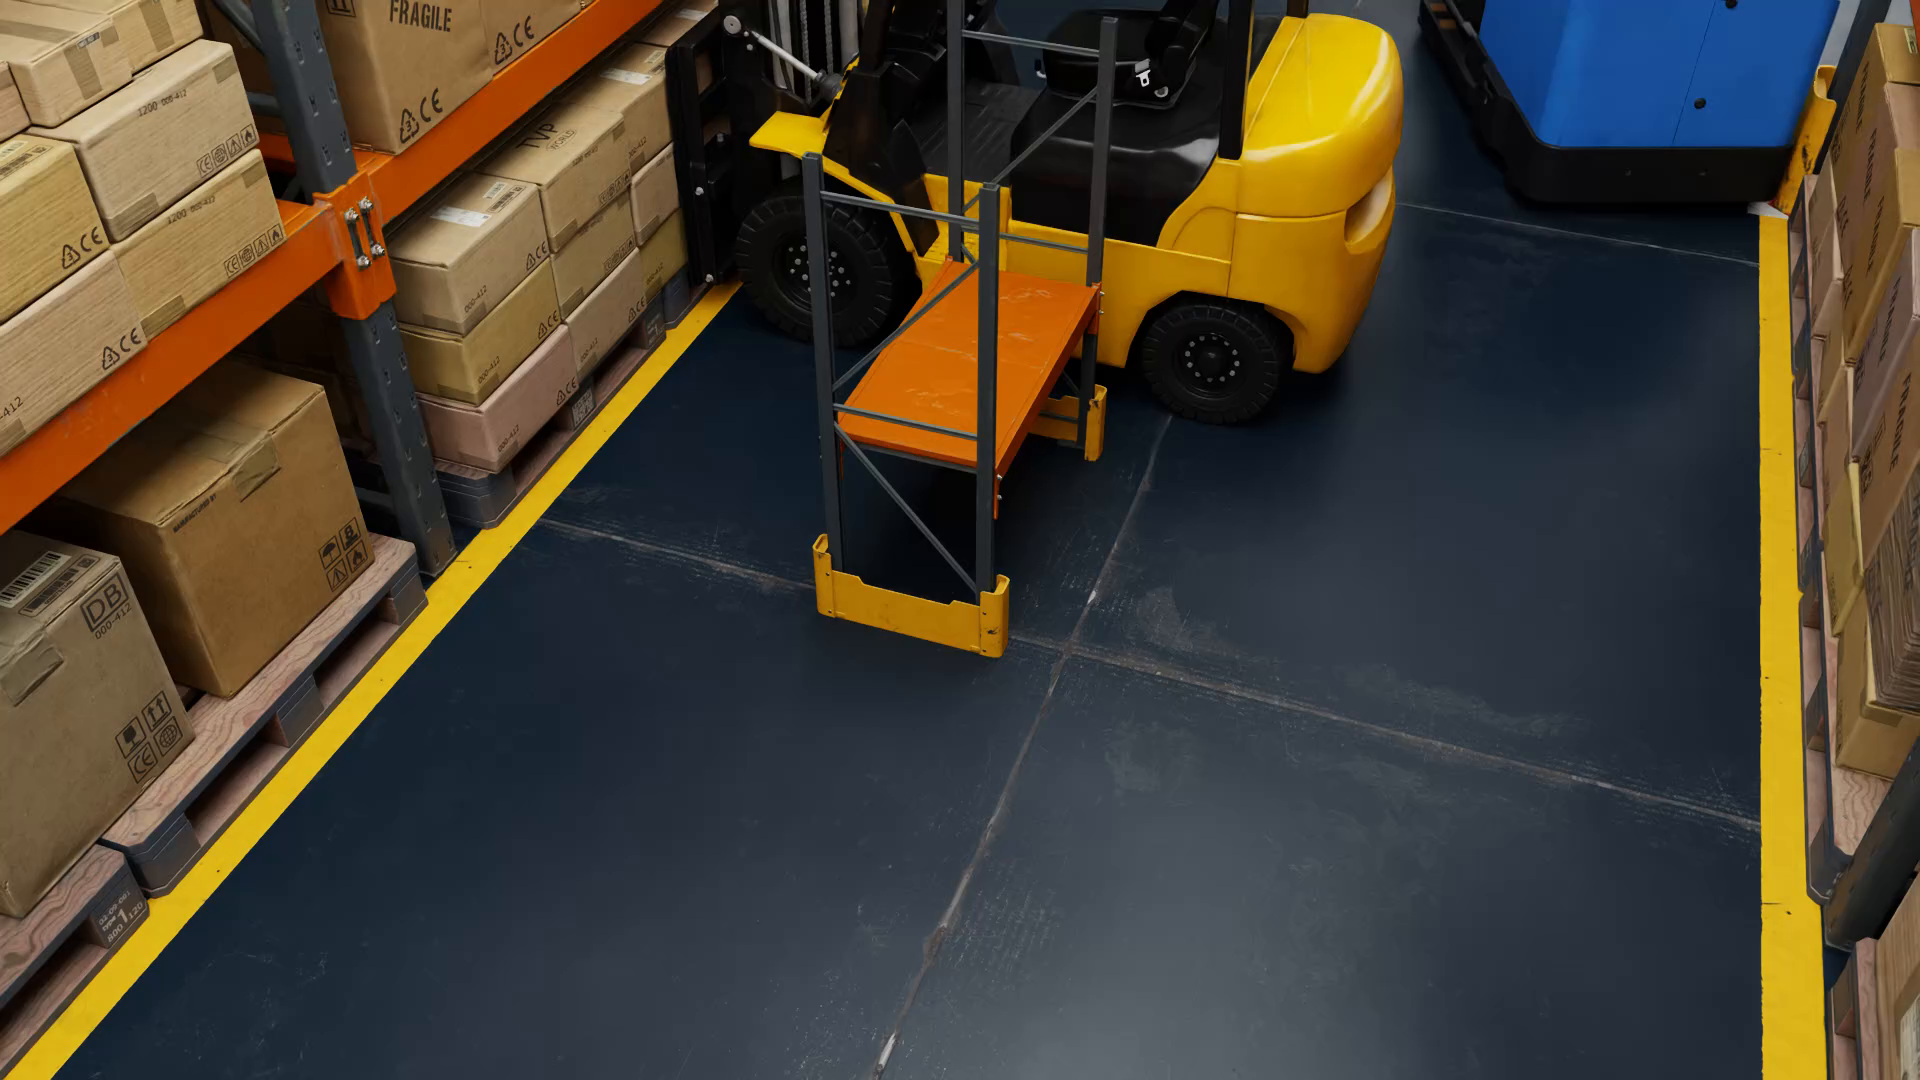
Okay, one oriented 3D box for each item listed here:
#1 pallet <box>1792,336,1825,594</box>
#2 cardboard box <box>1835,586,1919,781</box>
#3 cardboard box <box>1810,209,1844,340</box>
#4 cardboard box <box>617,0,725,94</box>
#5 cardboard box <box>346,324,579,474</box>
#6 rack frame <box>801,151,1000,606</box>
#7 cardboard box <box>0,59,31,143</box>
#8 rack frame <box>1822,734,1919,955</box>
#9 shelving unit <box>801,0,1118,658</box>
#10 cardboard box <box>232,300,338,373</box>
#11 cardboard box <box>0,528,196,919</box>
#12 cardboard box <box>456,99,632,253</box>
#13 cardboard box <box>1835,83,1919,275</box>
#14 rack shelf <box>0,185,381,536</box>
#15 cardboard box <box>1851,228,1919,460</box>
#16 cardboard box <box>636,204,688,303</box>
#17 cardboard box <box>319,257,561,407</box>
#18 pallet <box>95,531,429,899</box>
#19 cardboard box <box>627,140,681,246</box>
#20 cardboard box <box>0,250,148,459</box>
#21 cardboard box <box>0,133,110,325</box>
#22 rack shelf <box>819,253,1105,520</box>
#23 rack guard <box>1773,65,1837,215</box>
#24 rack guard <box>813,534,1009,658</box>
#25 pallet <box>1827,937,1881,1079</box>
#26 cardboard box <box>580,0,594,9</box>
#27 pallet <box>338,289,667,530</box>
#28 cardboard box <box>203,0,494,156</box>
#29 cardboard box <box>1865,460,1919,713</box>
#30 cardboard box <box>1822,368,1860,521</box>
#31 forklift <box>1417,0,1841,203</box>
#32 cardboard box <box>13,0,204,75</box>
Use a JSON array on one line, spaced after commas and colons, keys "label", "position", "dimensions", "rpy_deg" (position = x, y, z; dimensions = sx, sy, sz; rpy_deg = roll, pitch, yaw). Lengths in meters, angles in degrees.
[{"label": "pallet", "position": [3.221, -0.170, 5.287], "dimensions": [1.003, 0.211, 1.213], "rpy_deg": [13, 42, 15]}, {"label": "cardboard box", "position": [2.559, 0.399, 4.266], "dimensions": [0.500, 0.250, 0.500], "rpy_deg": [15, 43, 17]}, {"label": "cardboard box", "position": [3.260, -0.880, 5.766], "dimensions": [0.500, 0.250, 0.500], "rpy_deg": [15, 43, 17]}, {"label": "cardboard box", "position": [-1.066, -1.820, 6.097], "dimensions": [0.500, 0.250, 0.500], "rpy_deg": [12, 42, 14]}, {"label": "cardboard box", "position": [-1.580, -0.502, 5.322], "dimensions": [0.500, 0.250, 0.500], "rpy_deg": [14, 42, 16]}, {"label": "rack frame", "position": [-0.145, -0.313, 4.461], "dimensions": [0.500, 1.500, 0.032], "rpy_deg": [13, 42, 15]}, {"label": "cardboard box", "position": [-2.169, -0.895, 3.411], "dimensions": [0.380, 0.149, 0.250], "rpy_deg": [13, 42, 15]}, {"label": "rack frame", "position": [2.609, -0.067, 3.018], "dimensions": [1.000, 3.000, 0.127], "rpy_deg": [13, 42, 15]}, {"label": "shelving unit", "position": [0.026, -0.617, 4.818], "dimensions": [0.587, 1.500, 1.083], "rpy_deg": [13, 42, 15]}, {"label": "cardboard box", "position": [-2.082, -0.813, 5.301], "dimensions": [0.500, 0.250, 0.500], "rpy_deg": [12, 42, 14]}, {"label": "cardboard box", "position": [-2.497, 0.369, 4.012], "dimensions": [0.875, 0.625, 0.625], "rpy_deg": [13, 42, 15]}, {"label": "cardboard box", "position": [-1.412, -1.196, 5.365], "dimensions": [0.500, 0.250, 0.500], "rpy_deg": [13, 42, 15]}, {"label": "cardboard box", "position": [3.259, -1.141, 5.493], "dimensions": [0.500, 0.500, 0.500], "rpy_deg": [12, 42, 13]}, {"label": "rack shelf", "position": [-2.740, 0.327, 3.110], "dimensions": [1.077, 0.370, 4.000], "rpy_deg": [13, 42, 15]}, {"label": "cardboard box", "position": [2.905, -0.509, 4.752], "dimensions": [0.500, 0.500, 0.500], "rpy_deg": [15, 43, 17]}, {"label": "cardboard box", "position": [-1.260, -1.132, 6.060], "dimensions": [0.500, 0.250, 0.500], "rpy_deg": [14, 42, 16]}, {"label": "cardboard box", "position": [-1.601, -0.697, 5.166], "dimensions": [0.500, 0.250, 0.500], "rpy_deg": [13, 42, 15]}, {"label": "pallet", "position": [-2.272, 0.352, 4.674], "dimensions": [1.003, 0.211, 1.213], "rpy_deg": [13, 42, 15]}, {"label": "cardboard box", "position": [-1.248, -1.309, 5.883], "dimensions": [0.500, 0.250, 0.500], "rpy_deg": [13, 42, 15]}, {"label": "cardboard box", "position": [-2.150, -0.436, 3.566], "dimensions": [0.500, 0.250, 0.500], "rpy_deg": [13, 42, 15]}, {"label": "cardboard box", "position": [-2.153, -0.628, 3.405], "dimensions": [0.500, 0.250, 0.500], "rpy_deg": [12, 42, 14]}, {"label": "rack shelf", "position": [0.029, -0.486, 4.941], "dimensions": [0.538, 0.185, 1.000], "rpy_deg": [13, 42, 15]}, {"label": "rack guard", "position": [3.951, -1.510, 6.634], "dimensions": [1.175, 0.500, 0.348], "rpy_deg": [13, 42, 15]}, {"label": "rack guard", "position": [-0.144, 0.162, 4.867], "dimensions": [0.587, 0.250, 0.087], "rpy_deg": [13, 42, 15]}, {"label": "pallet", "position": [2.345, 1.469, 3.366], "dimensions": [1.003, 0.211, 1.213], "rpy_deg": [13, 42, 15]}, {"label": "cardboard box", "position": [-1.325, -2.048, 5.262], "dimensions": [0.500, 0.500, 0.500], "rpy_deg": [13, 42, 15]}, {"label": "pallet", "position": [-1.745, -0.582, 5.769], "dimensions": [1.003, 0.211, 1.213], "rpy_deg": [13, 42, 15]}, {"label": "cardboard box", "position": [-1.659, -1.417, 4.523], "dimensions": [0.500, 0.500, 0.500], "rpy_deg": [12, 42, 14]}, {"label": "cardboard box", "position": [2.560, 0.113, 4.023], "dimensions": [0.500, 0.500, 0.500], "rpy_deg": [13, 42, 14]}, {"label": "cardboard box", "position": [2.910, -0.237, 5.012], "dimensions": [0.500, 0.250, 0.500], "rpy_deg": [14, 42, 16]}, {"label": "forklift", "position": [2.811, -3.411, 6.990], "dimensions": [1.130, 2.935, 3.031], "rpy_deg": [0, 40, 0]}, {"label": "cardboard box", "position": [-1.964, -1.194, 3.761], "dimensions": [0.380, 0.149, 0.250], "rpy_deg": [15, 43, 17]}]
